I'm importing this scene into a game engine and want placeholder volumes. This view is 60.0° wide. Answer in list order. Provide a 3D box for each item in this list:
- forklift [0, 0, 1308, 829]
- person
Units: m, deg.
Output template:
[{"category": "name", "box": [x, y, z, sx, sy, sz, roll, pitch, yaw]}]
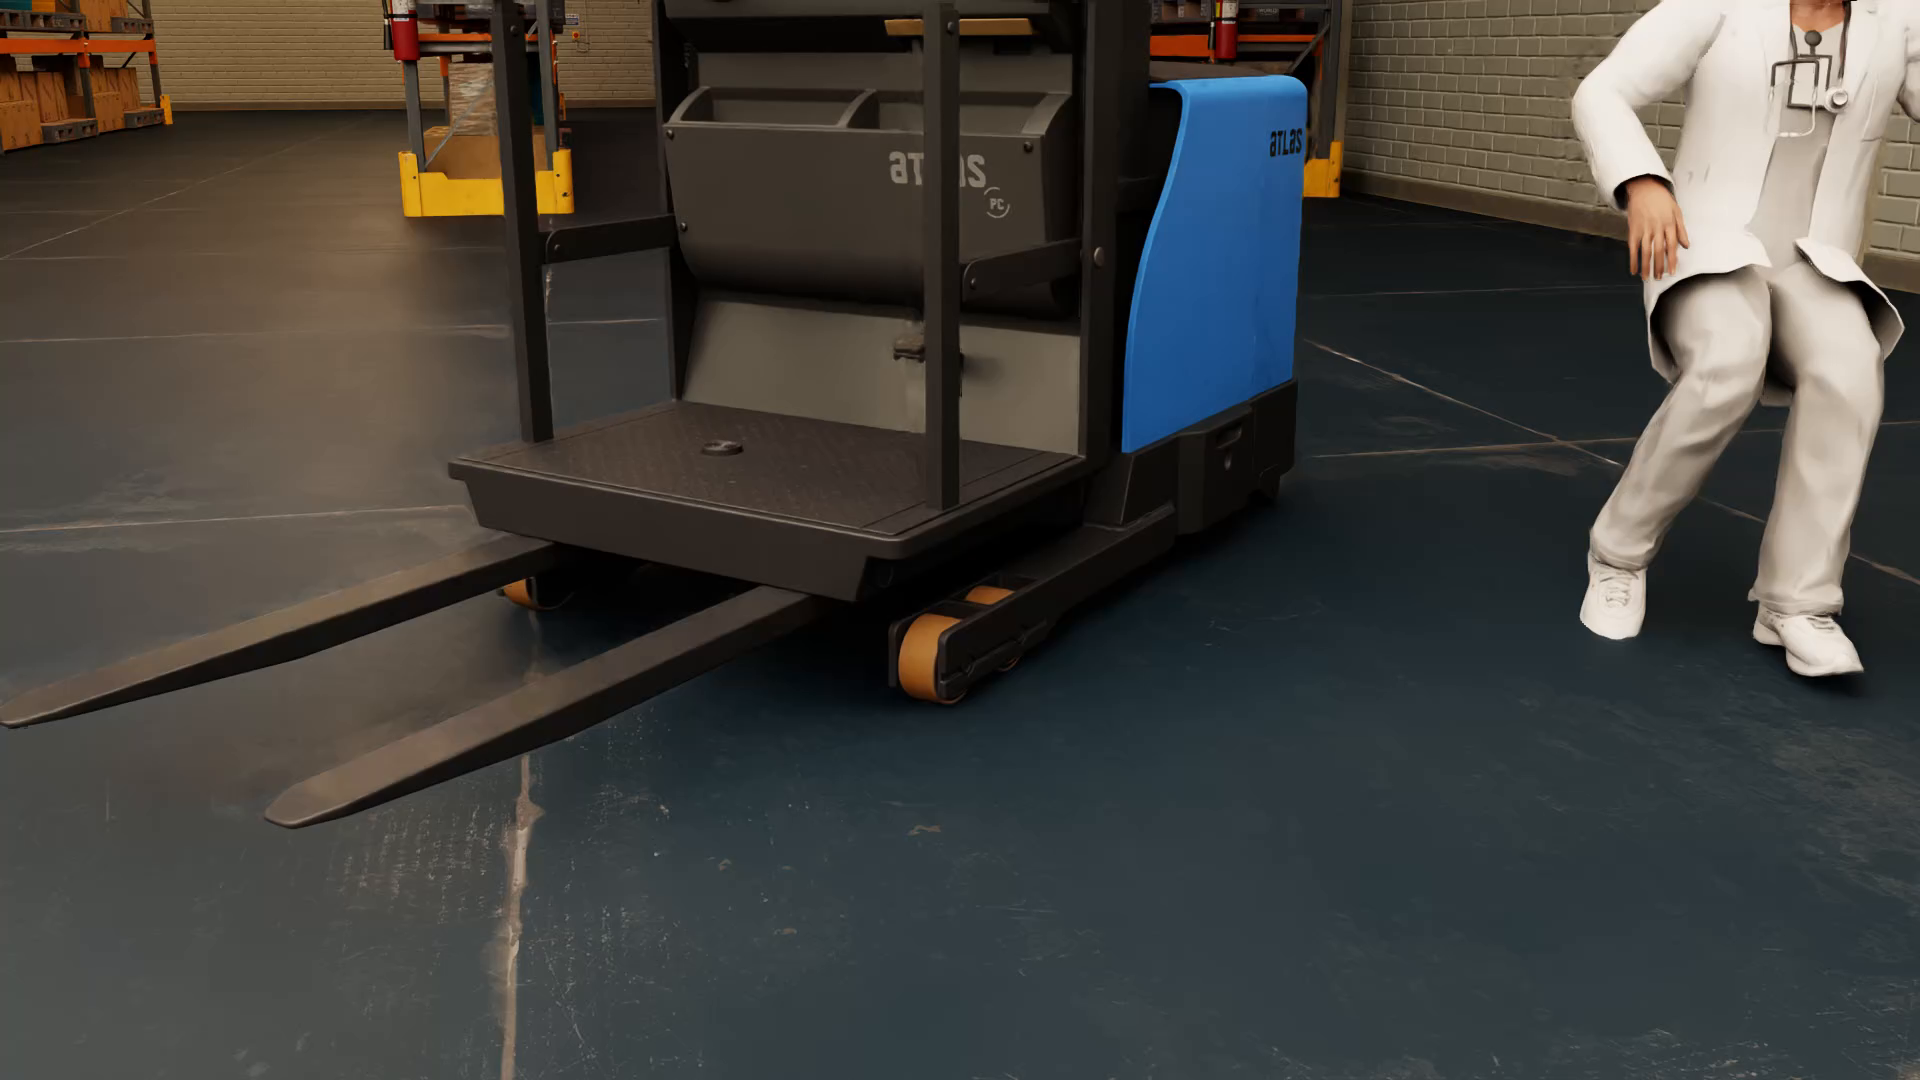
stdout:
[{"category": "forklift", "box": [-0.315, -1.256, 3.096, 1.130, 2.935, 3.031, 10, 19, 30]}, {"category": "person", "box": [1.667, -0.537, 3.259, 0.851, 1.551, 0.919, 2, 17, 5]}]
